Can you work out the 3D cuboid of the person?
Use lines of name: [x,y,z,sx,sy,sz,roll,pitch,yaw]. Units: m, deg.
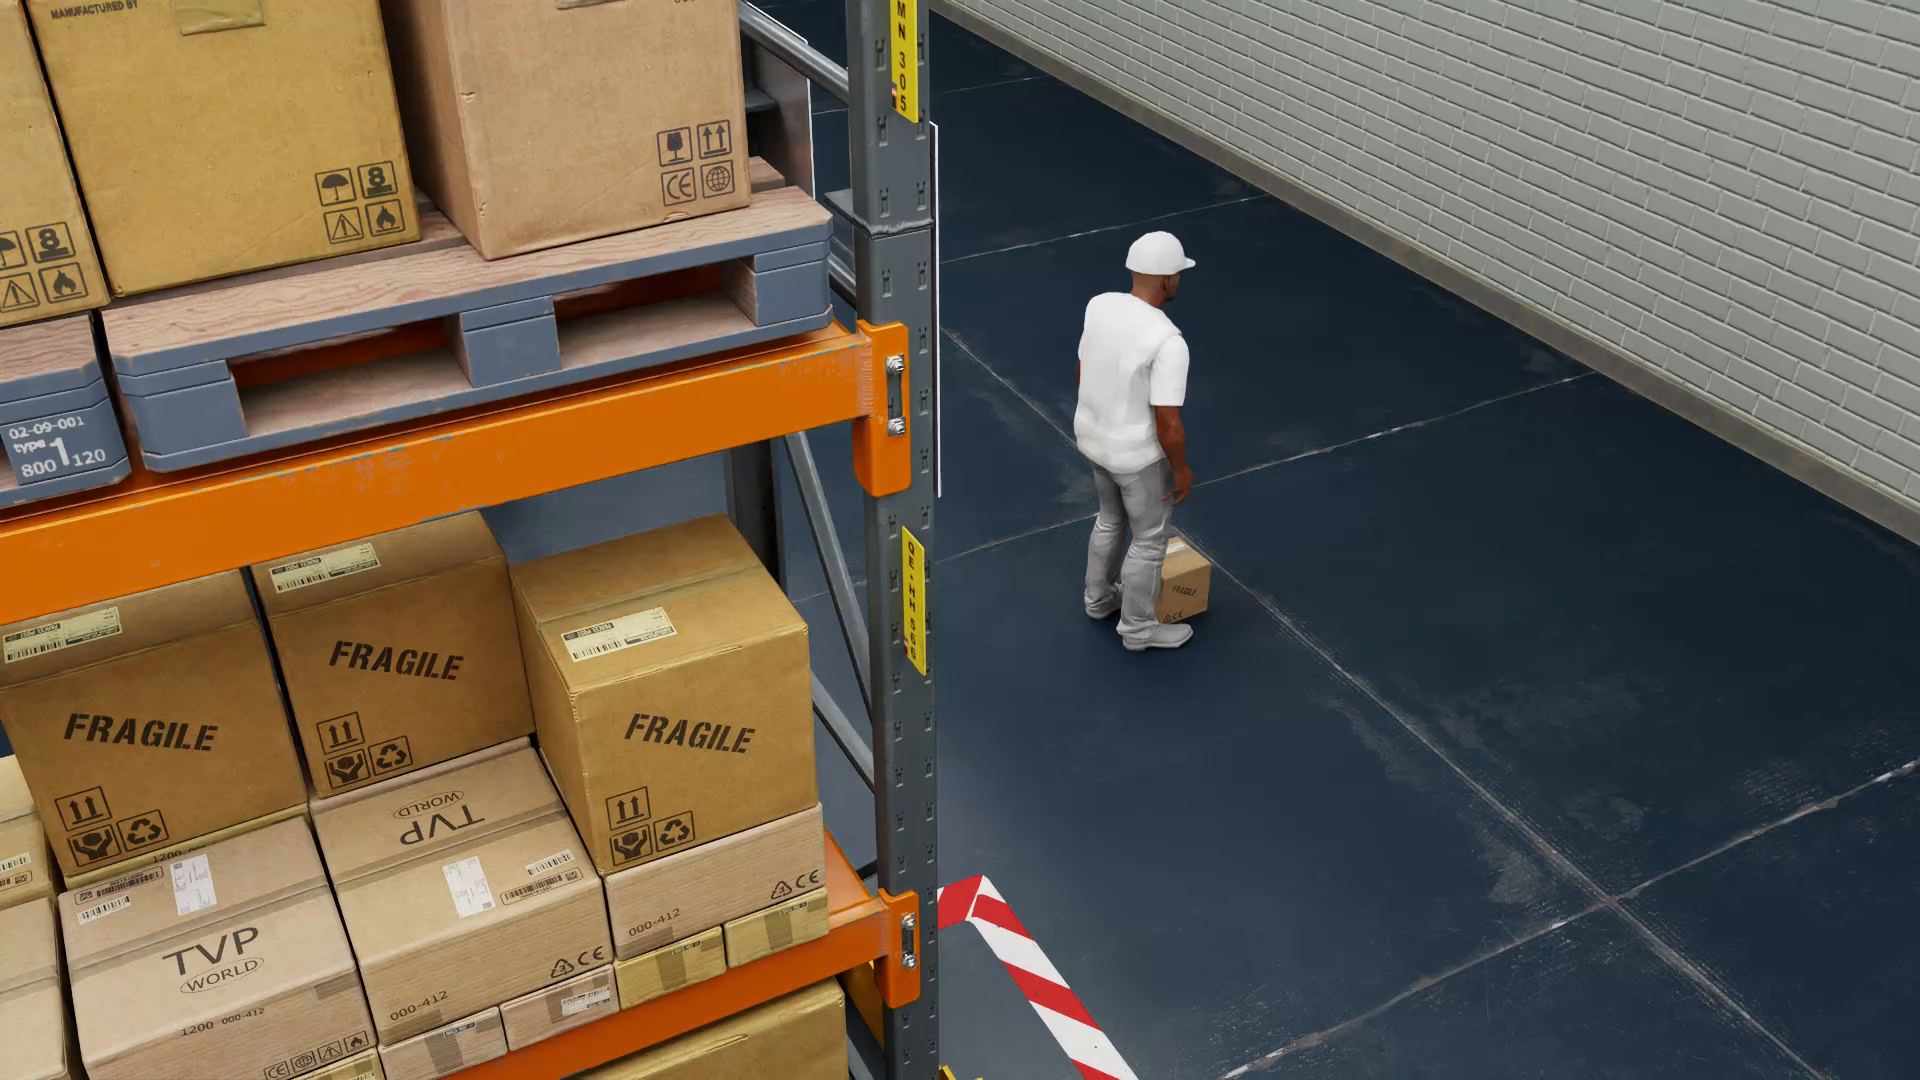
person: [0.711,-0.396,6.737,0.461,1.759,0.634,-18,37,-26]
